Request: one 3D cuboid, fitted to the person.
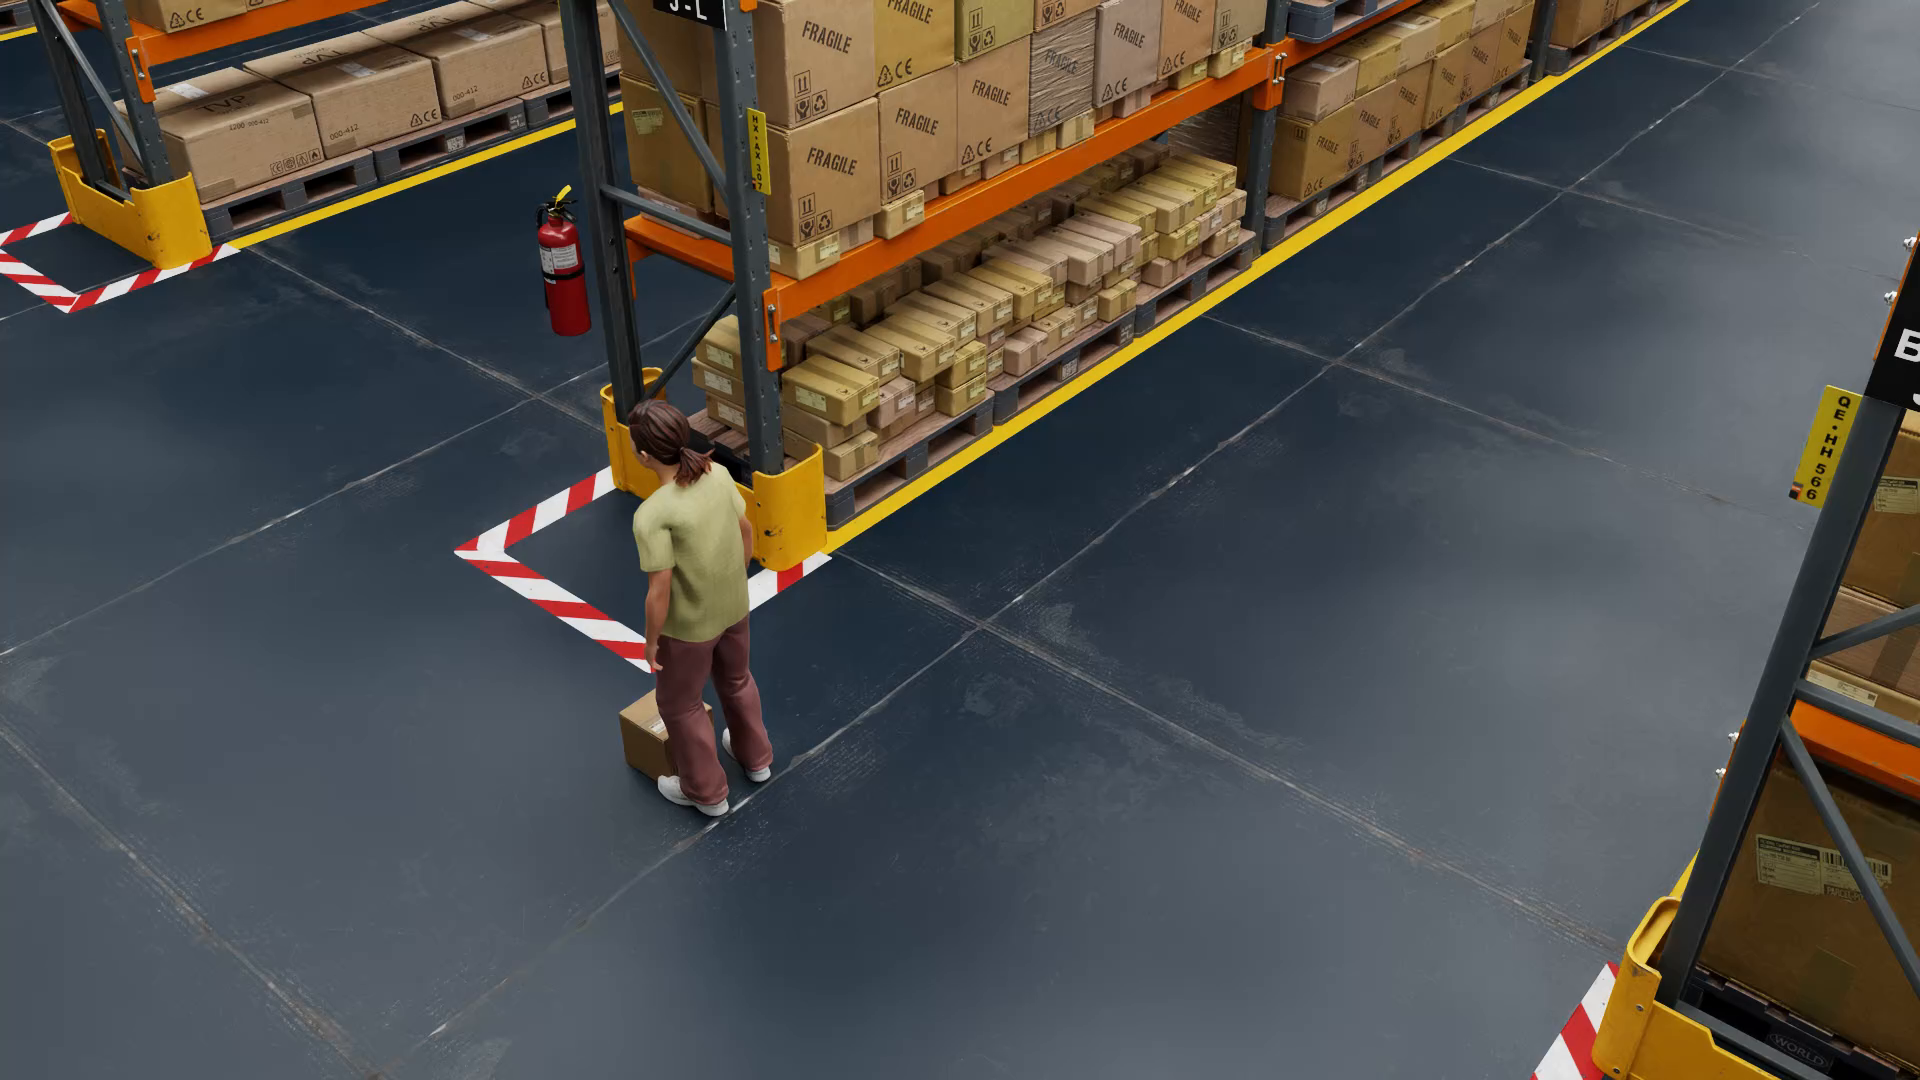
[{"bbox_3d":[-0.918,0.256,5.792,0.360,1.662,0.521,23,41,29],"label":"person"}]
